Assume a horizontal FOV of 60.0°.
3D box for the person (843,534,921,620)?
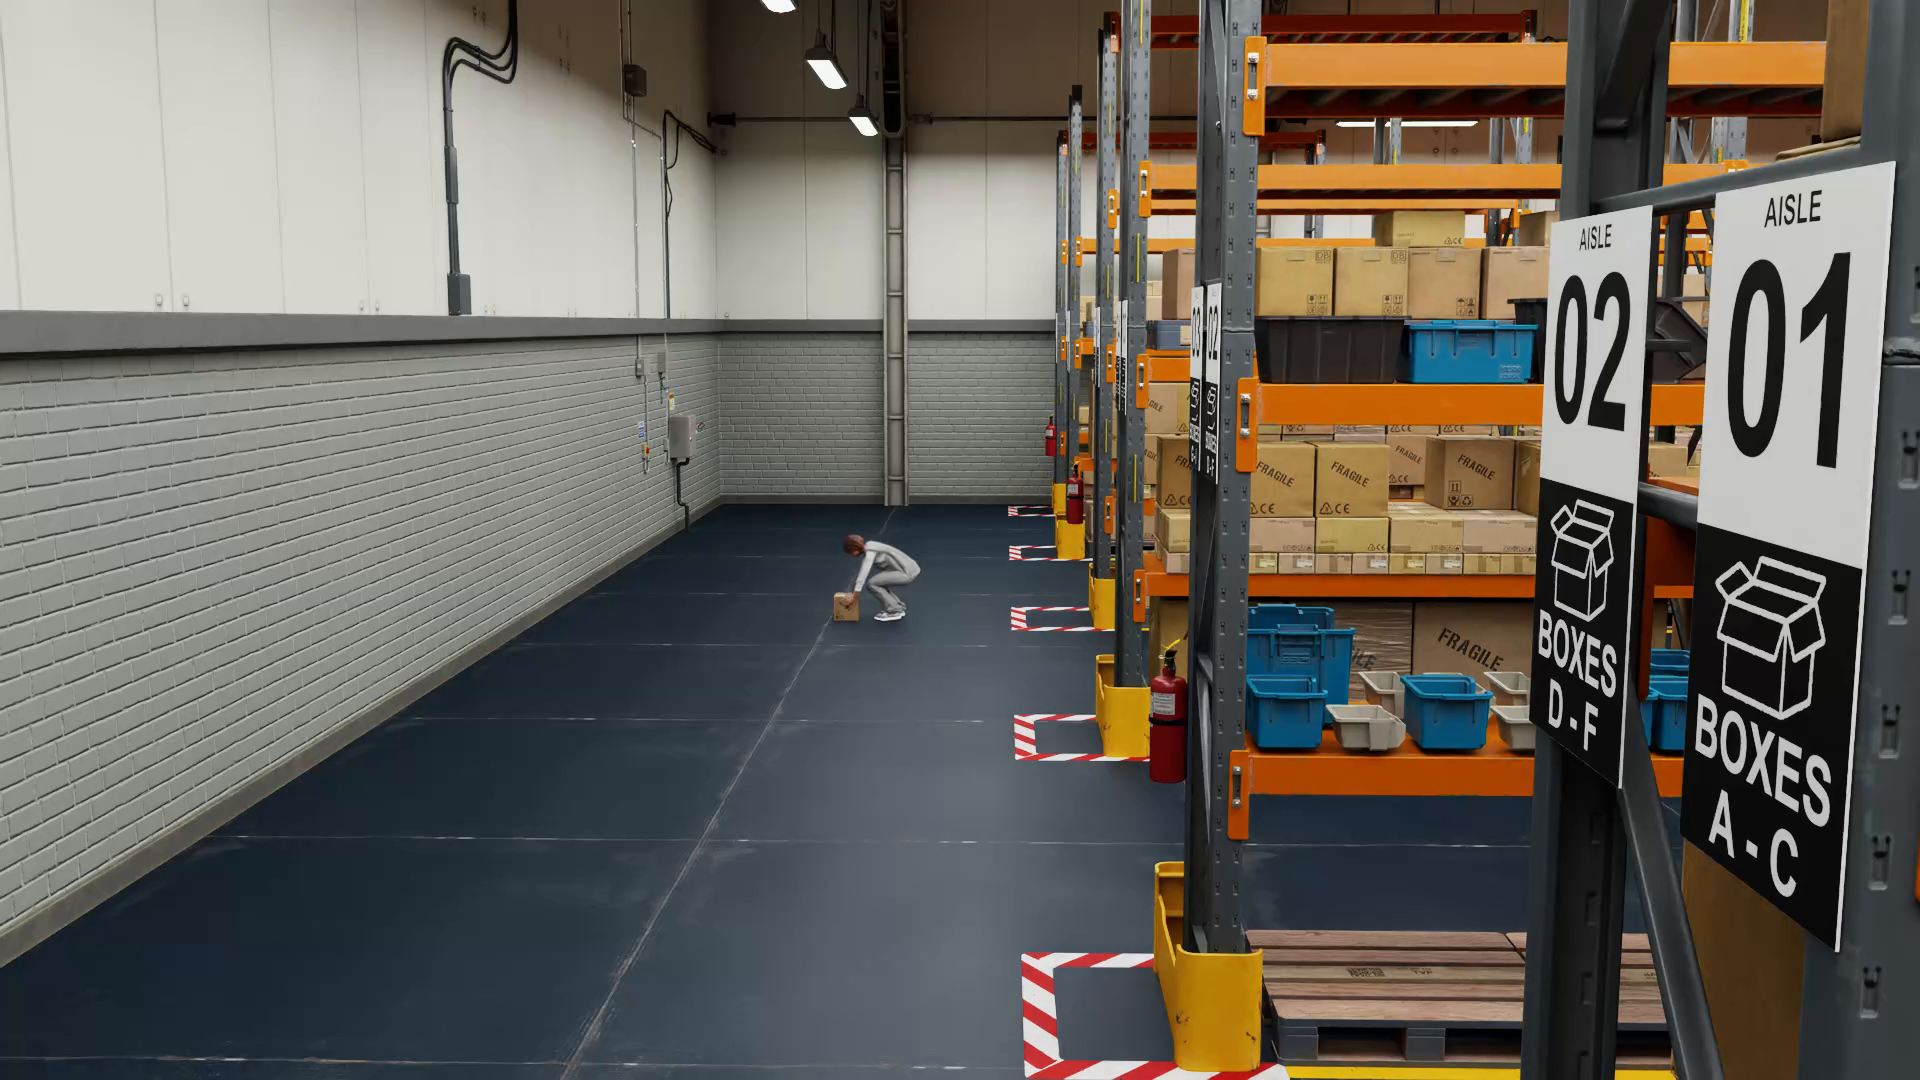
[{"bbox_3d":[-0.805,0.384,17.166,0.795,0.879,0.447,0,7,1],"label":"person"}]
